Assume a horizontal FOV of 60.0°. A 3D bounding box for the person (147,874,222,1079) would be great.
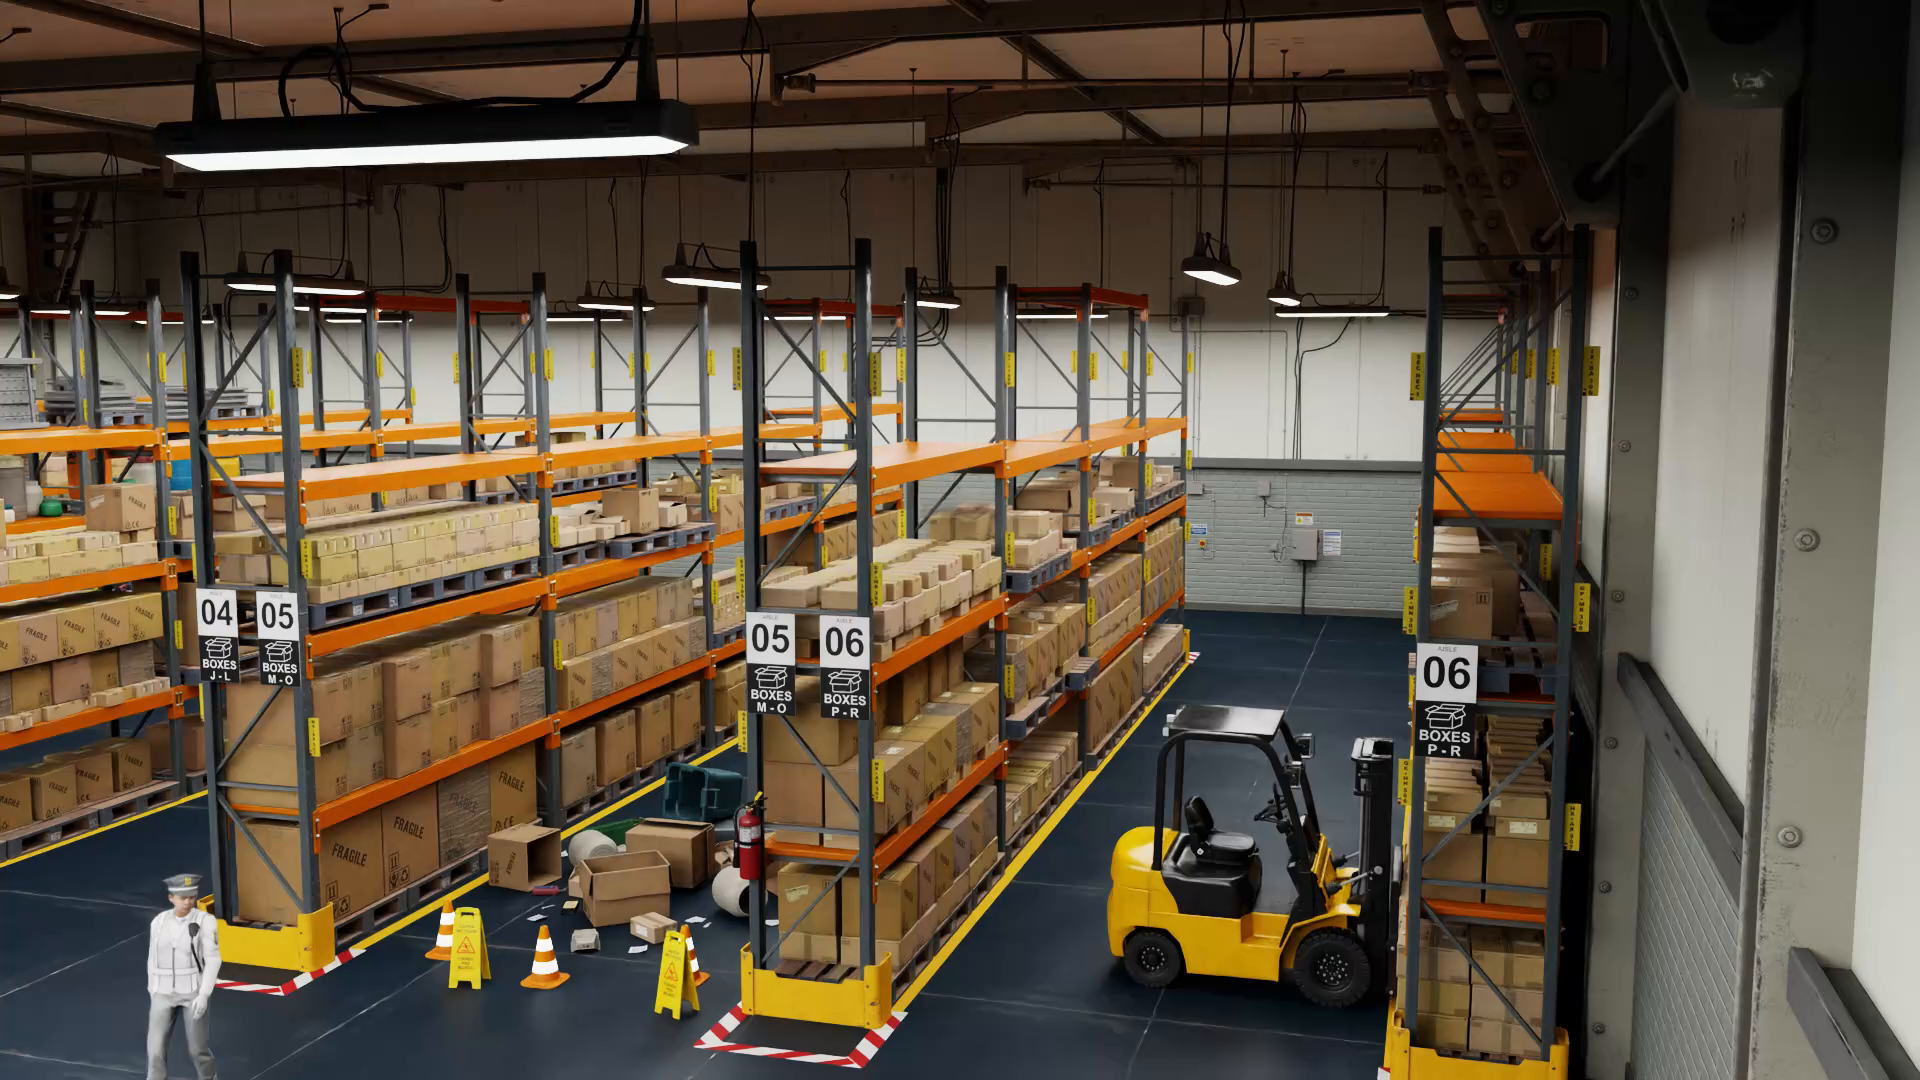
[{"bbox_3d":[-5.259,3.109,11.165,0.516,1.672,0.723,-1,6,-8],"label":"person"}]
